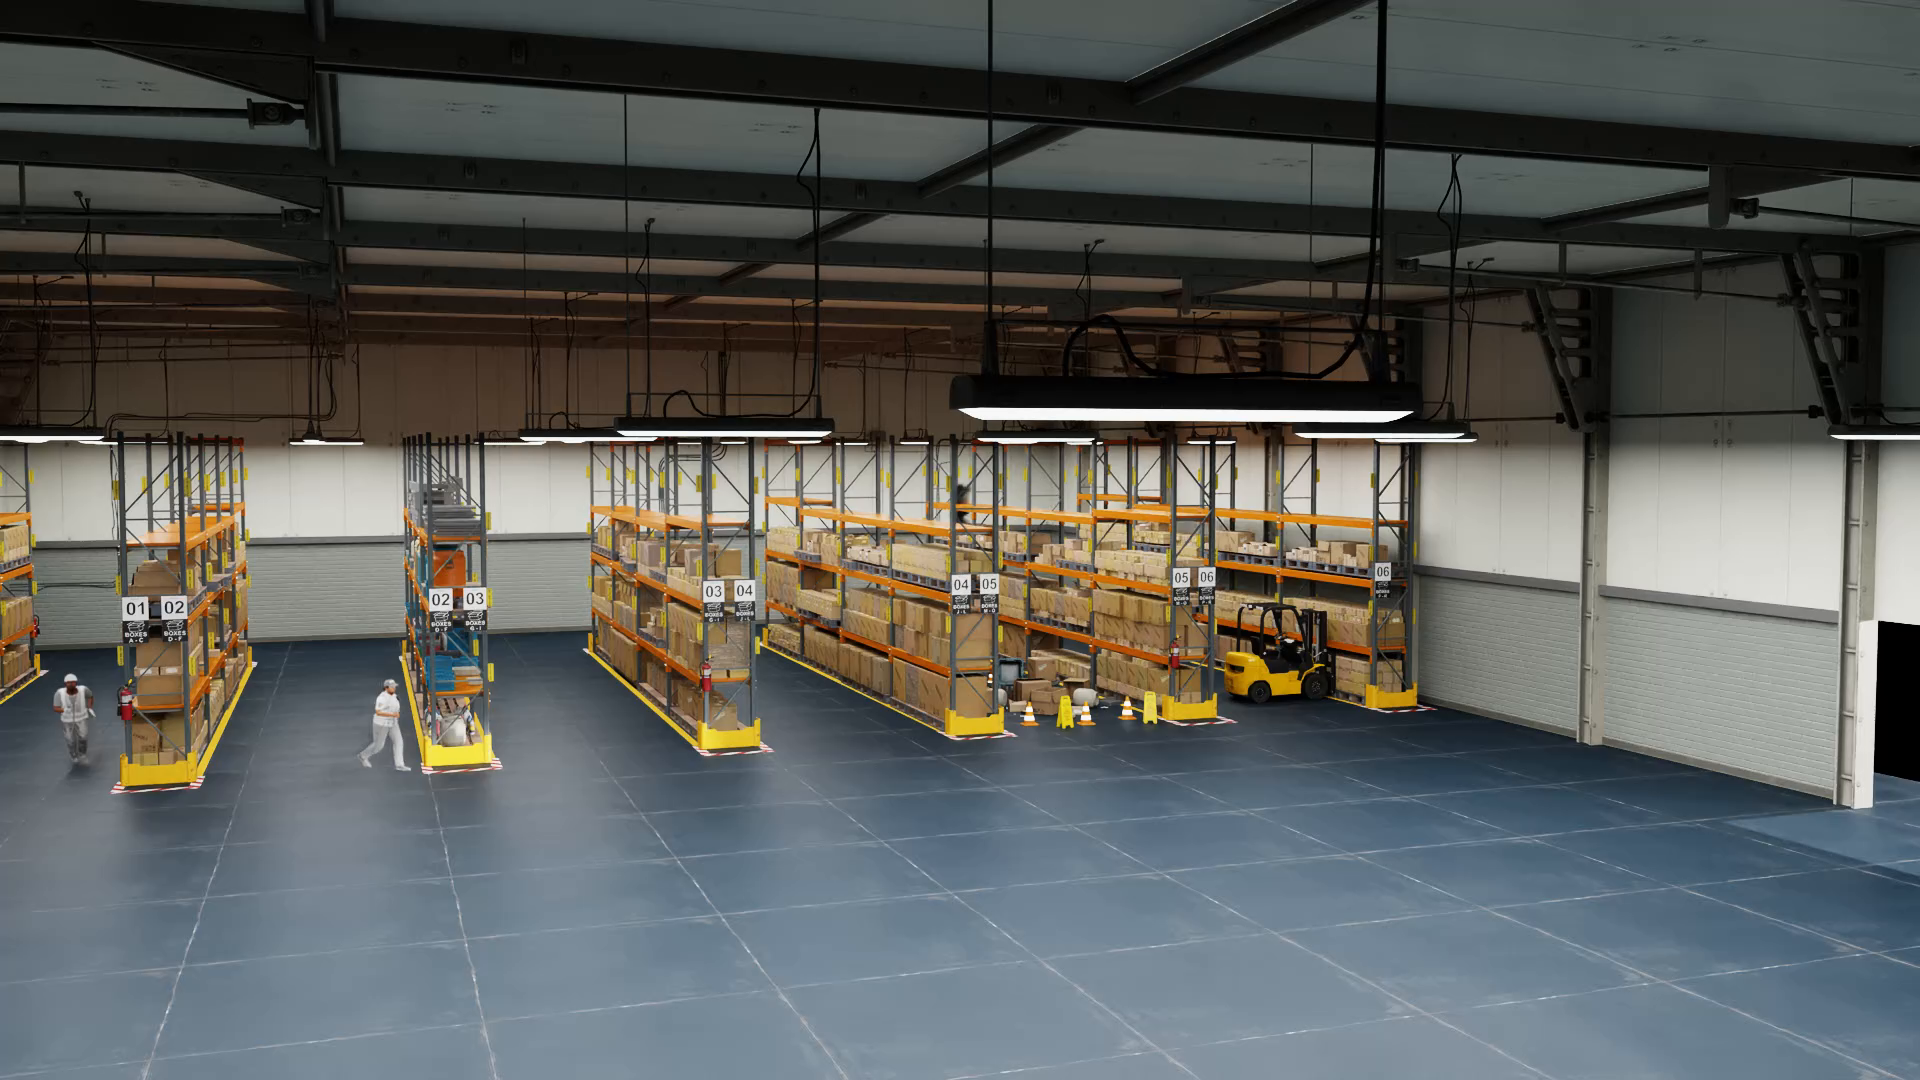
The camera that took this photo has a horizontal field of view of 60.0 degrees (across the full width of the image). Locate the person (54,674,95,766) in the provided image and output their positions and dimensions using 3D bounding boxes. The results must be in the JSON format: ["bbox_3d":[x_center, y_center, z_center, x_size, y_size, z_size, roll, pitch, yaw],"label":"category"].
[{"bbox_3d":[-15.817,3.209,29.706,0.625,1.673,0.889,-1,3,-23],"label":"person"}]

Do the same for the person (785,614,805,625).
[{"bbox_3d":[-5.087,2.000,51.116,0.698,1.845,0.863,2,4,27],"label":"person"}]

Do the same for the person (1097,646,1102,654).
[{"bbox_3d":[3.834,2.399,43.981,0.672,1.745,0.926,-1,3,-24],"label":"person"}]

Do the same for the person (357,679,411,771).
[{"bbox_3d":[-10.167,3.260,29.317,0.988,1.630,0.578,1,3,21],"label":"person"}]
